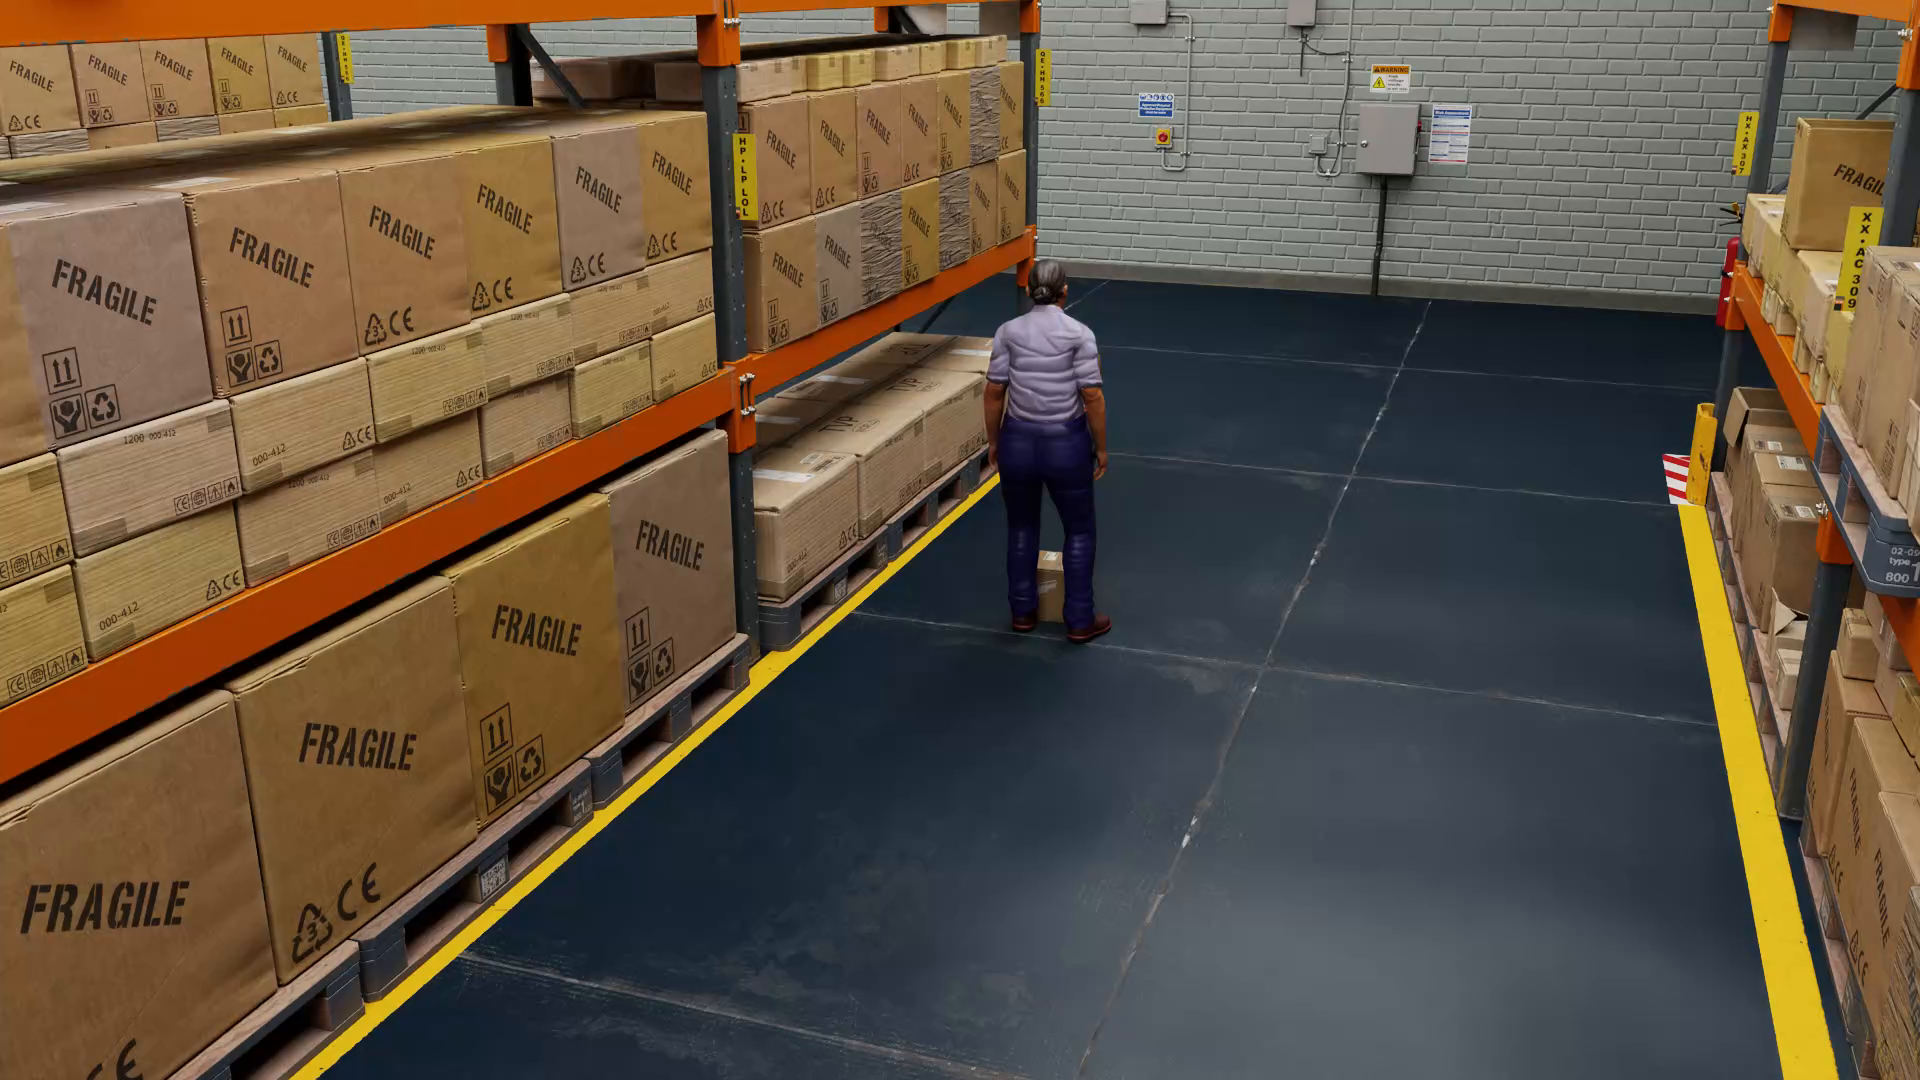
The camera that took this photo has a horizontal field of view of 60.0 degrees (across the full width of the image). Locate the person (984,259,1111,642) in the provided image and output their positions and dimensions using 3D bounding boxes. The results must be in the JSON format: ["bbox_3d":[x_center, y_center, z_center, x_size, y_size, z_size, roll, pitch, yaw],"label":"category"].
[{"bbox_3d":[0.387,-0.384,7.202,0.559,1.652,0.417,6,20,16],"label":"person"}]
